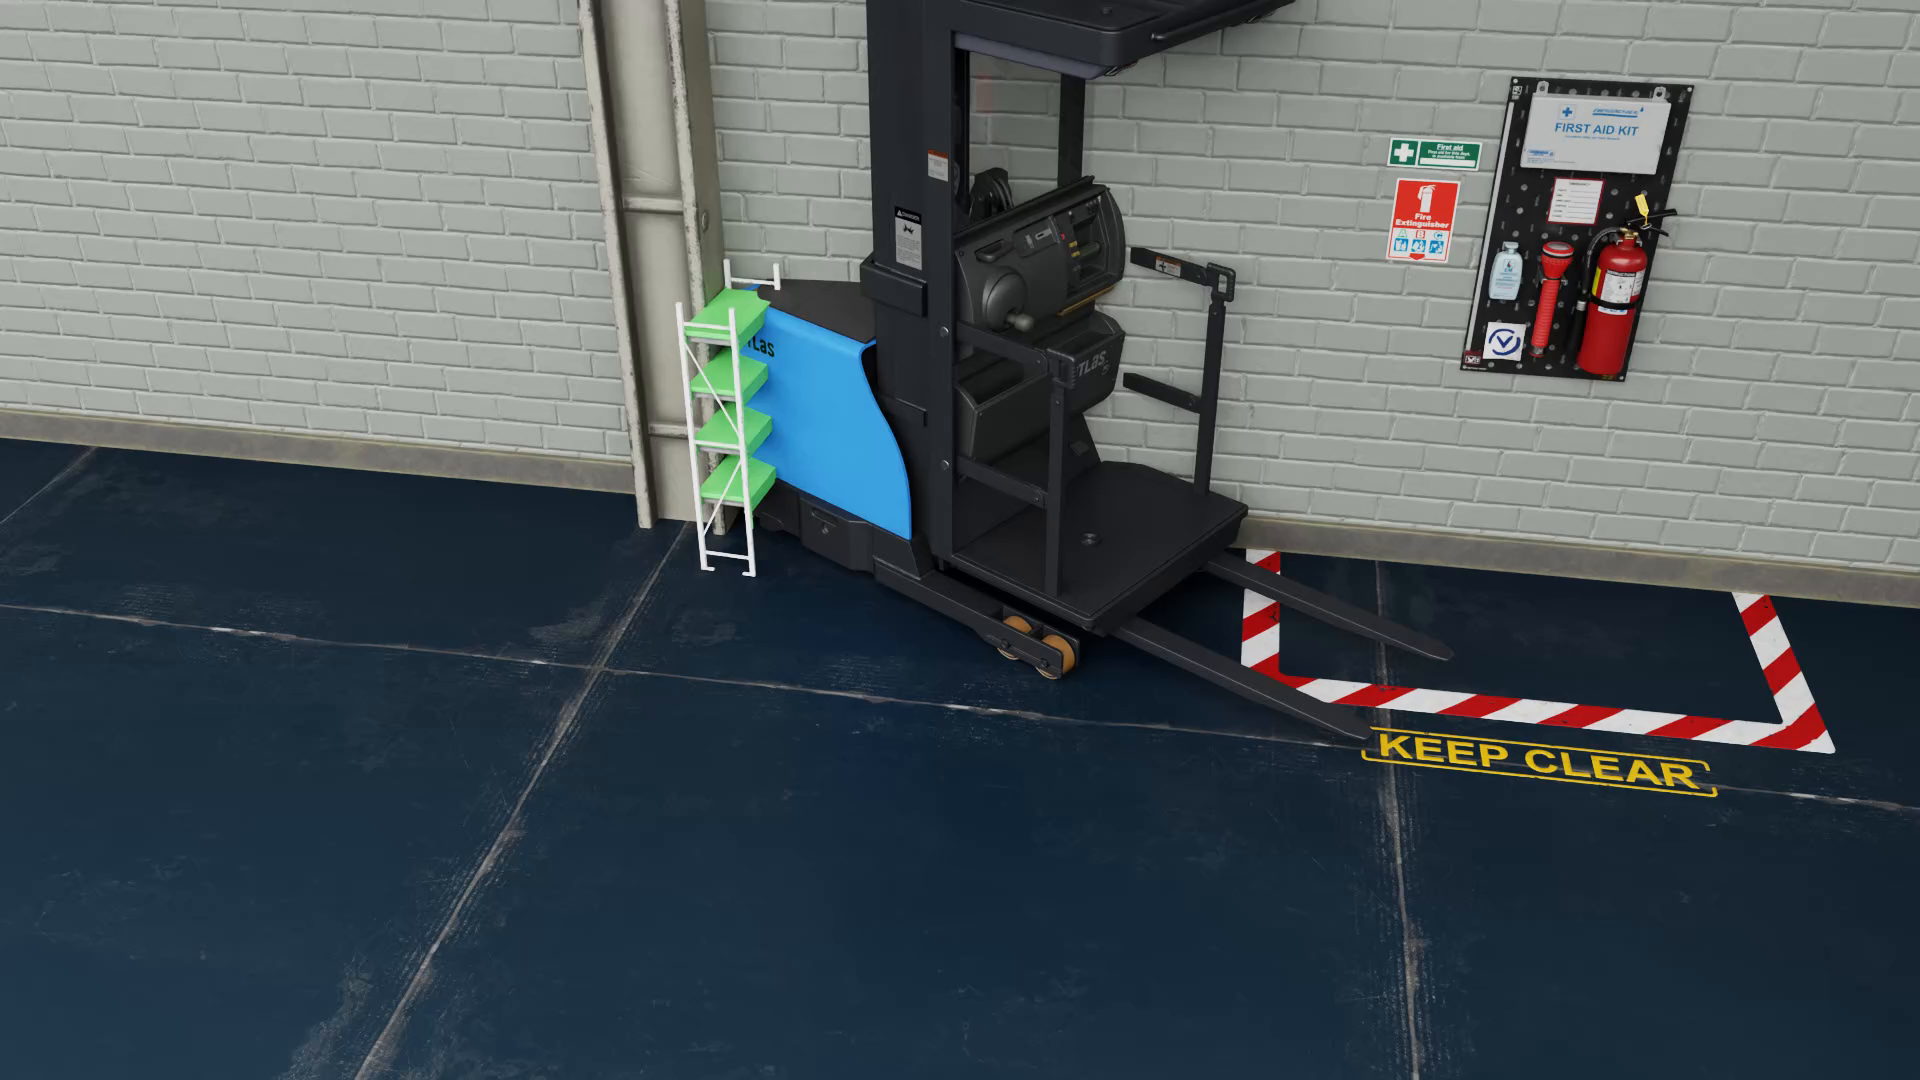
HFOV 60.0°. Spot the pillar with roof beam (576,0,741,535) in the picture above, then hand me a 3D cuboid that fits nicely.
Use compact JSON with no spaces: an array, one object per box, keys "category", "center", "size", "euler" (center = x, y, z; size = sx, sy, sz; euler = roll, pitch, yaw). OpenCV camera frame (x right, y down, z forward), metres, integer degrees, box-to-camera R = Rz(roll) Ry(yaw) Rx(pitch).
[{"category":"pillar with roof beam","center":[-1.921,-1.683,1.457],"size":[0.400,9.000,9.100],"euler":[5,32,8]}]

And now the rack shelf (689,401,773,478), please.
[{"category":"rack shelf","center":[-0.916,-0.447,6.949],"size":[0.258,0.148,0.480],"euler":[7,31,13]}]

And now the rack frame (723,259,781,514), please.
[{"category":"rack frame","center":[-0.853,-0.621,7.121],"size":[0.240,1.200,0.015],"euler":[7,31,13]}]

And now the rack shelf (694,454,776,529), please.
[{"category":"rack shelf","center":[-0.914,-0.240,7.070],"size":[0.258,0.148,0.480],"euler":[7,31,13]}]

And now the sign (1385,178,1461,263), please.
[{"category":"sign","center":[1.761,-1.215,6.330],"size":[0.234,0.329,0.001],"euler":[5,32,8]}]

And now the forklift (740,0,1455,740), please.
[{"category":"forklift","center":[0.473,-1.025,6.125],"size":[3.031,2.935,1.130],"euler":[25,40,34]}]

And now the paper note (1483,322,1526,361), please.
[{"category":"paper note","center":[2.125,-0.775,6.491],"size":[0.142,0.148,0.016],"euler":[5,32,8]}]

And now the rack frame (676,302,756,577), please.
[{"category":"rack frame","center":[-0.979,-0.384,6.714],"size":[0.240,1.200,0.015],"euler":[7,31,13]}]

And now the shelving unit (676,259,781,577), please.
[{"category":"shelving unit","center":[-0.916,-0.503,6.917],"size":[0.258,1.200,0.503],"euler":[7,31,13]}]

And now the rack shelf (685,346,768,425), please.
[{"category":"rack shelf","center":[-0.917,-0.655,6.829],"size":[0.258,0.148,0.480],"euler":[7,31,13]}]

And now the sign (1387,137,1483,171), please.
[{"category":"sign","center":[1.764,-1.434,6.181],"size":[0.331,0.109,0.001],"euler":[5,32,8]}]

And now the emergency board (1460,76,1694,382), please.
[{"category":"emergency board","center":[2.288,-1.096,6.174],"size":[0.643,1.169,0.194],"euler":[5,32,8]}]

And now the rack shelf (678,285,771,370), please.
[{"category":"rack shelf","center":[-0.918,-0.862,6.708],"size":[0.258,0.148,0.480],"euler":[7,31,13]}]
